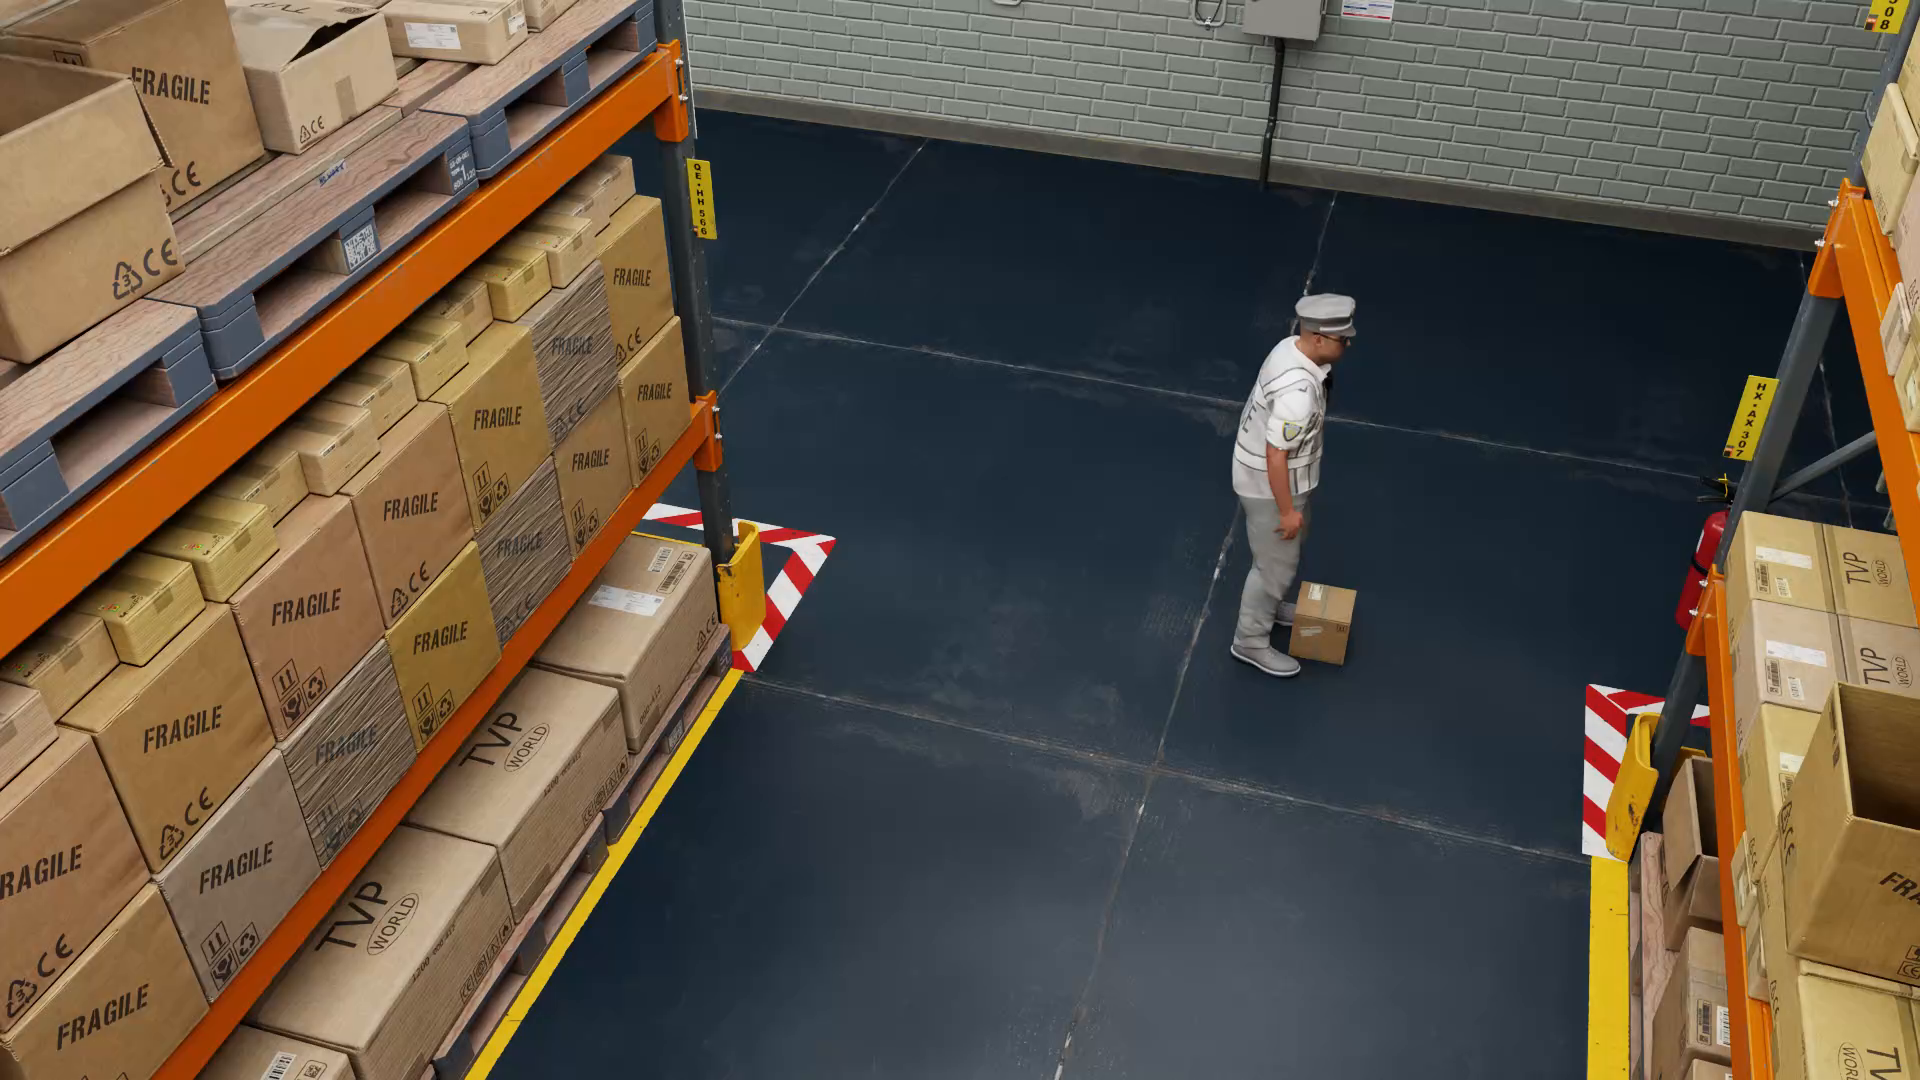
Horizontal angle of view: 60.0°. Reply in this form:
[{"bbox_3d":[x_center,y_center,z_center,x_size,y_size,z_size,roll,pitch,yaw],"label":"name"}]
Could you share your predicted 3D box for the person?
[{"bbox_3d":[1.405,-0.268,7.243,0.438,1.749,0.599,9,38,12],"label":"person"}]
